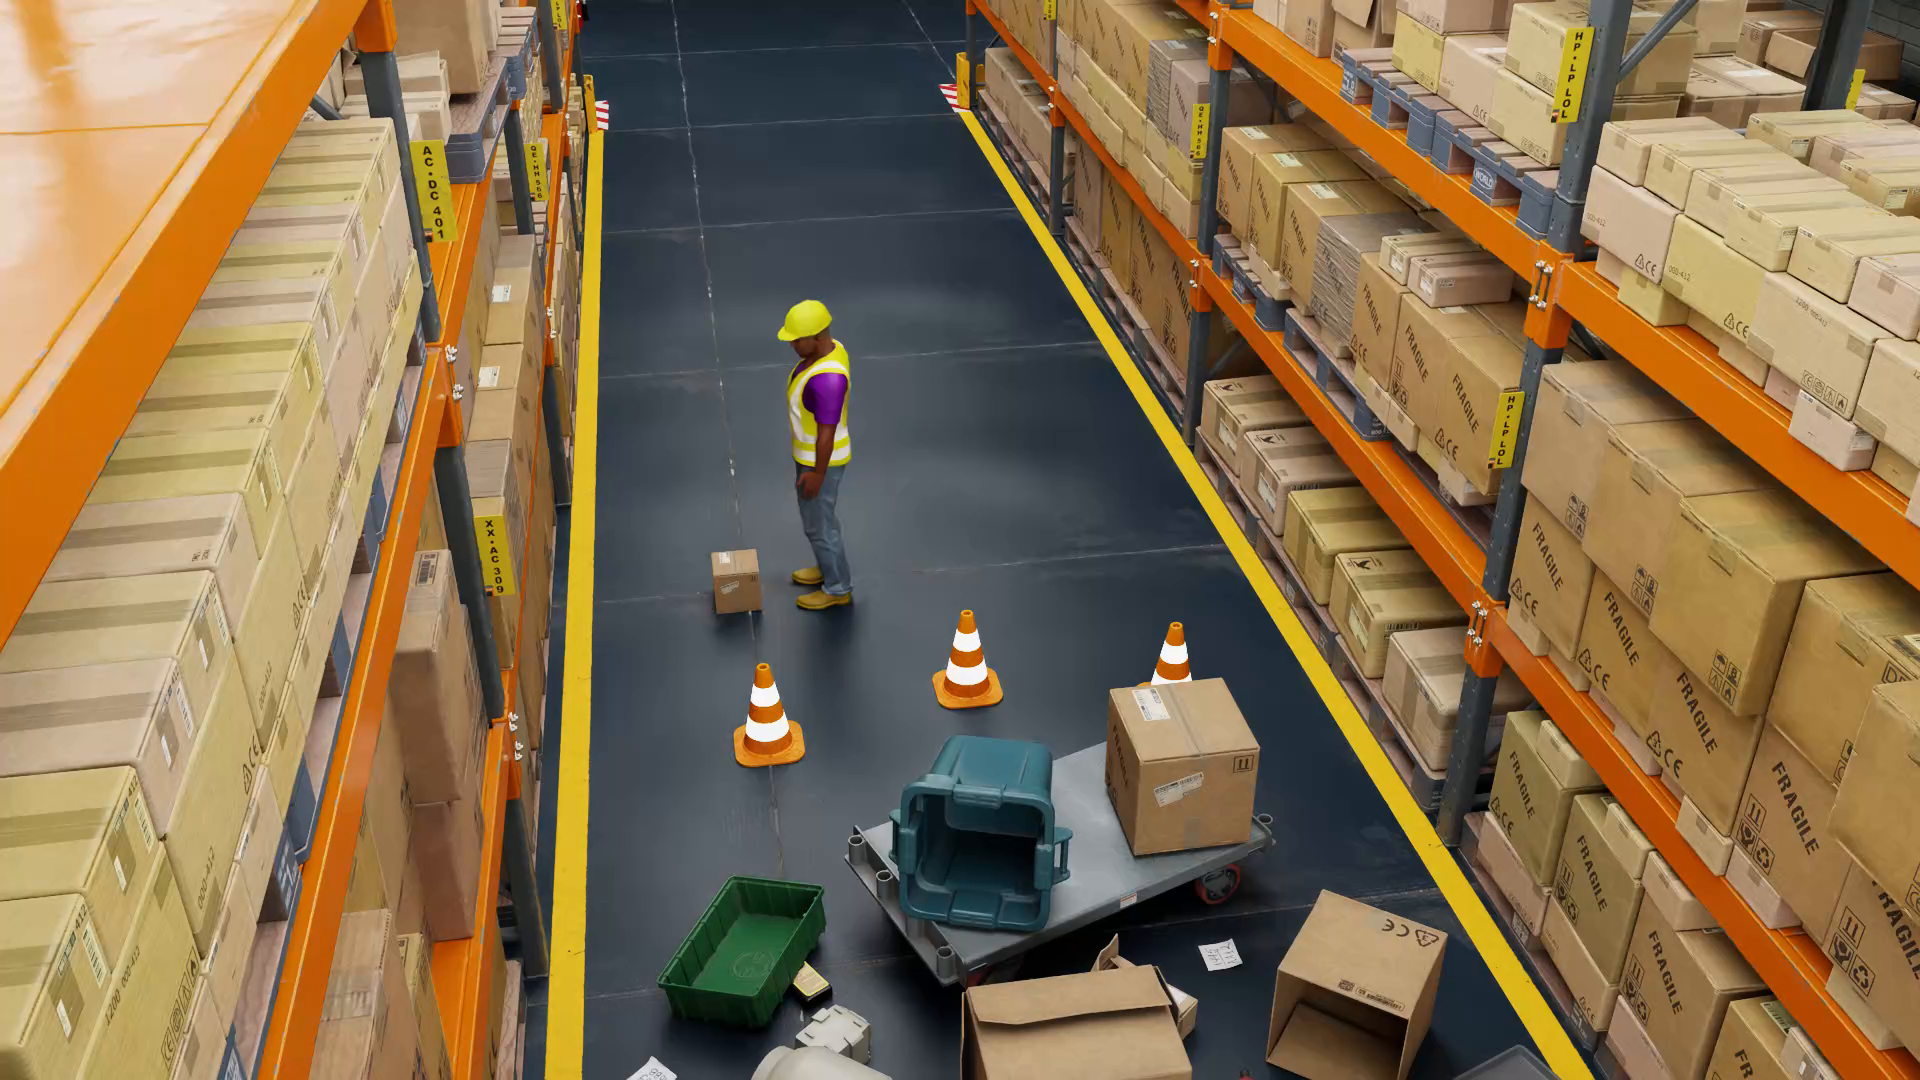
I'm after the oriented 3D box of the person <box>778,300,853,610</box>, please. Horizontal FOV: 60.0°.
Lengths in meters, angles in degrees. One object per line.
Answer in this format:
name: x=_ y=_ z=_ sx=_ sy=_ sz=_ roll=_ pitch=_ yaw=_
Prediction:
person: x=-0.750 y=-0.458 z=8.891 sx=0.368 sy=1.759 sz=0.568 roll=-5 pitch=31 yaw=-8
